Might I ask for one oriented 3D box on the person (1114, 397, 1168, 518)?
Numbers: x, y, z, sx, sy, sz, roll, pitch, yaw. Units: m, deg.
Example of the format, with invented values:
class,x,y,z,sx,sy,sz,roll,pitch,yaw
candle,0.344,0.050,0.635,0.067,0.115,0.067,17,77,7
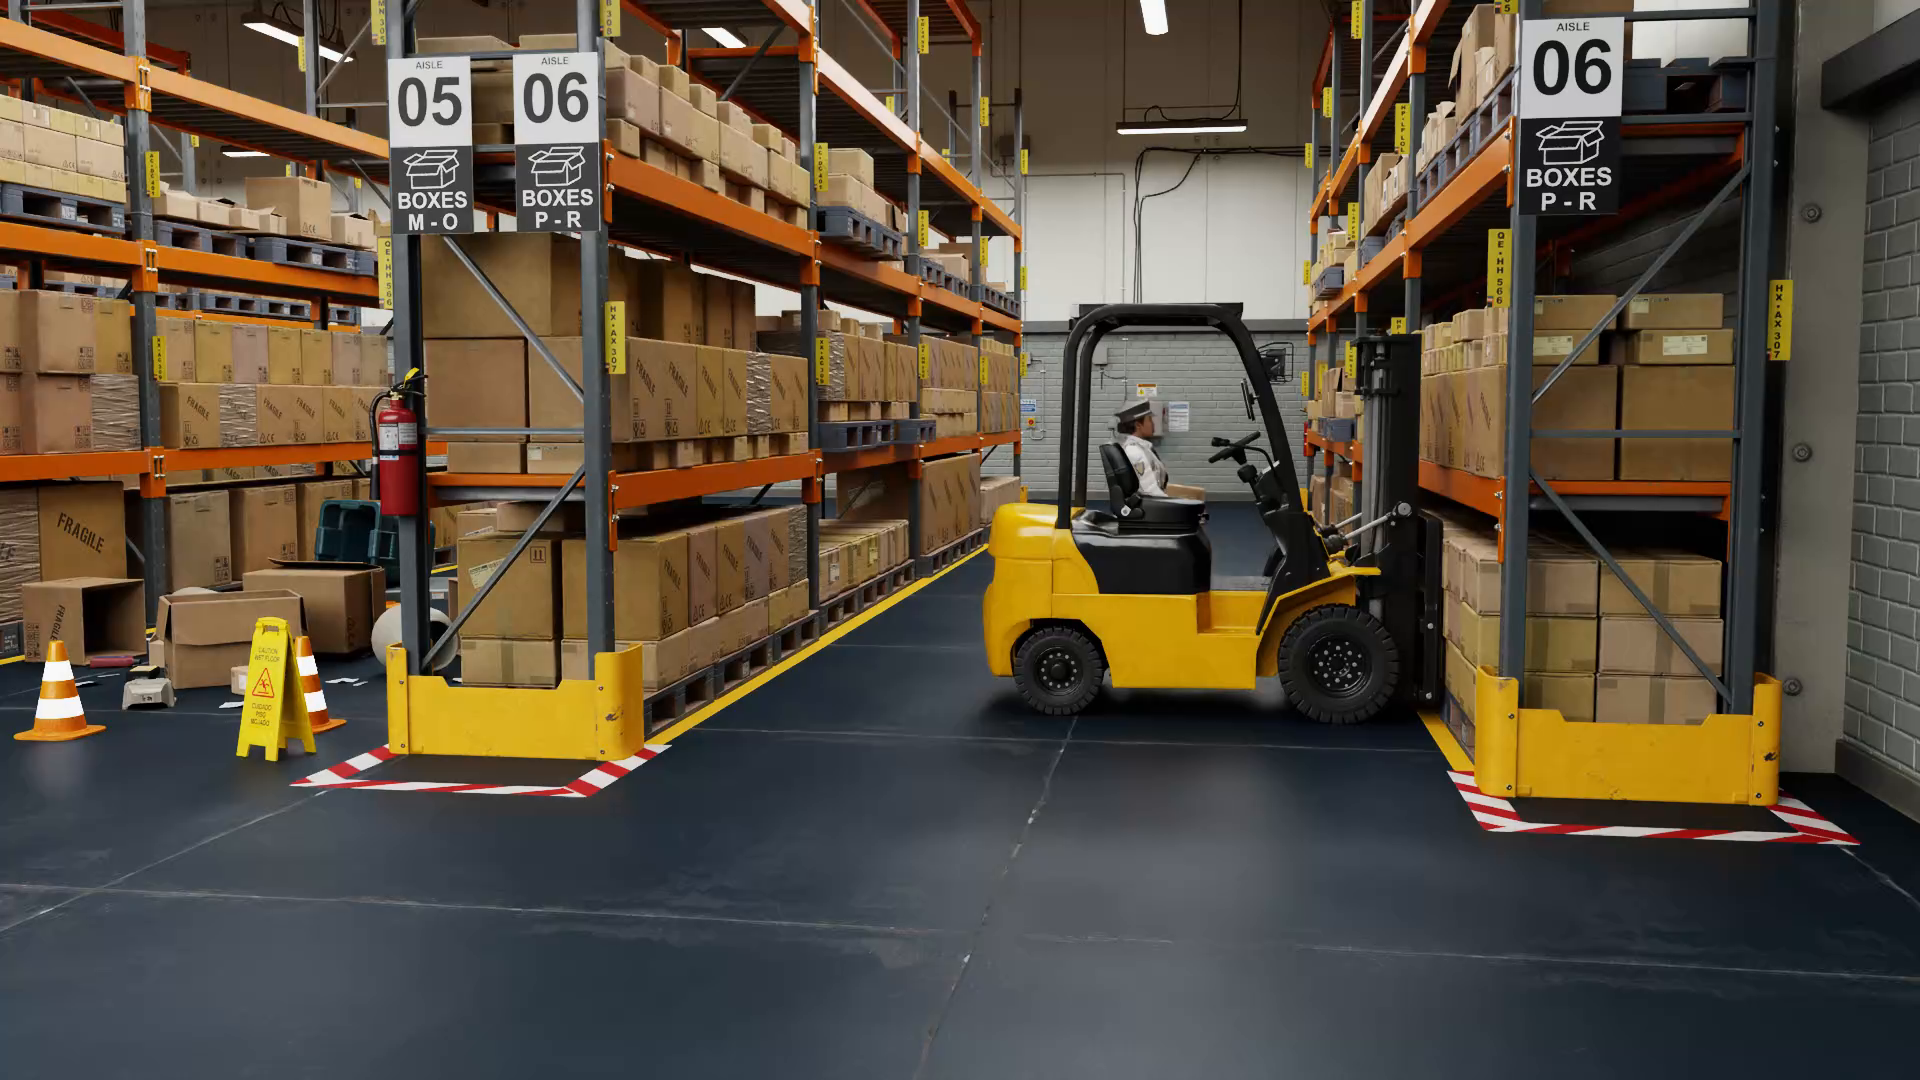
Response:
class,x,y,z,sx,sy,sz,roll,pitch,yaw
person,1.251,-0.076,10.714,0.530,1.691,0.446,1,5,8
